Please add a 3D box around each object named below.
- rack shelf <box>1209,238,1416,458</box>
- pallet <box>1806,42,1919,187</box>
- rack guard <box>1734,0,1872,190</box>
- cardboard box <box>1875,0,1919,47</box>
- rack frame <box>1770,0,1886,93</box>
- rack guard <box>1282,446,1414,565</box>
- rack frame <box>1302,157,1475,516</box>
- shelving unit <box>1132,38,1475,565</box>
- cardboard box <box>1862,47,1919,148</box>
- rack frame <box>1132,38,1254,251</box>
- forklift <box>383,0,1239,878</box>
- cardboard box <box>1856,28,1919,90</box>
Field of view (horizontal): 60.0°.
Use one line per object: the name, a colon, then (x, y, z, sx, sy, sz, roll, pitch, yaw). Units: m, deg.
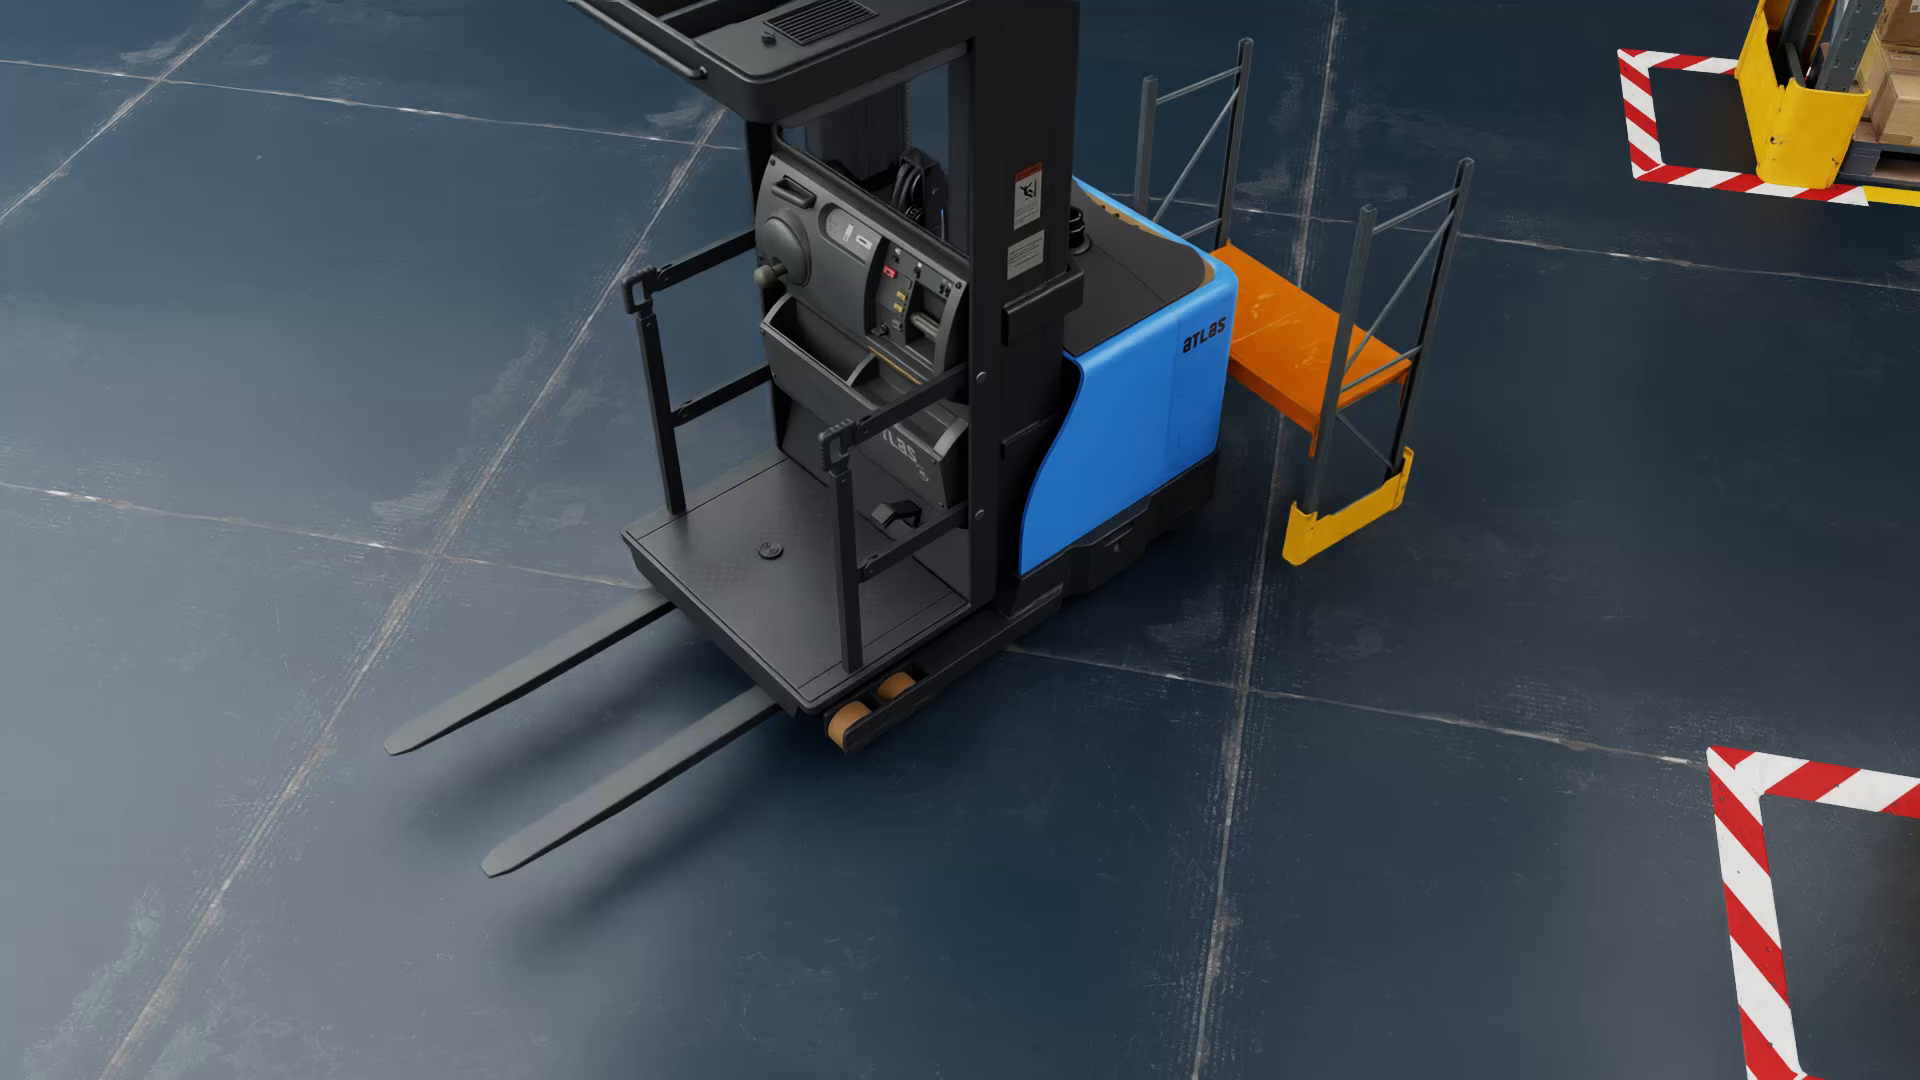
rack shelf: (1.146, -0.737, 6.194, 0.538, 0.185, 1.000, -27, 50, -26)
pallet: (4.941, -2.083, 8.262, 1.213, 0.211, 1.003, 9, 45, 9)
rack guard: (4.163, -2.278, 8.257, 0.348, 0.500, 1.175, 9, 45, 9)
cardboard box: (4.774, -2.726, 8.059, 0.500, 0.500, 0.500, 9, 45, 9)
rack frame: (4.186, -3.175, 7.386, 0.127, 3.000, 1.000, 9, 45, 9)
rack guard: (1.450, -0.135, 6.210, 0.587, 0.250, 0.087, -27, 50, -26)
rack frame: (1.451, -0.585, 5.776, 0.500, 1.500, 0.032, -27, 50, -26)
shelving unit: (1.151, -0.862, 6.064, 0.587, 1.500, 1.083, -27, 50, -26)
cardboard box: (4.661, -2.104, 7.953, 0.500, 0.250, 0.500, 9, 45, 9)
rack frame: (0.841, -1.149, 6.362, 0.500, 1.500, 0.032, -27, 50, -26)
forklift: (-0.470, -0.769, 4.935, 3.031, 2.935, 1.130, -31, 52, -28)
cardboard box: (4.774, -2.455, 8.317, 0.500, 0.250, 0.500, 9, 45, 9)
